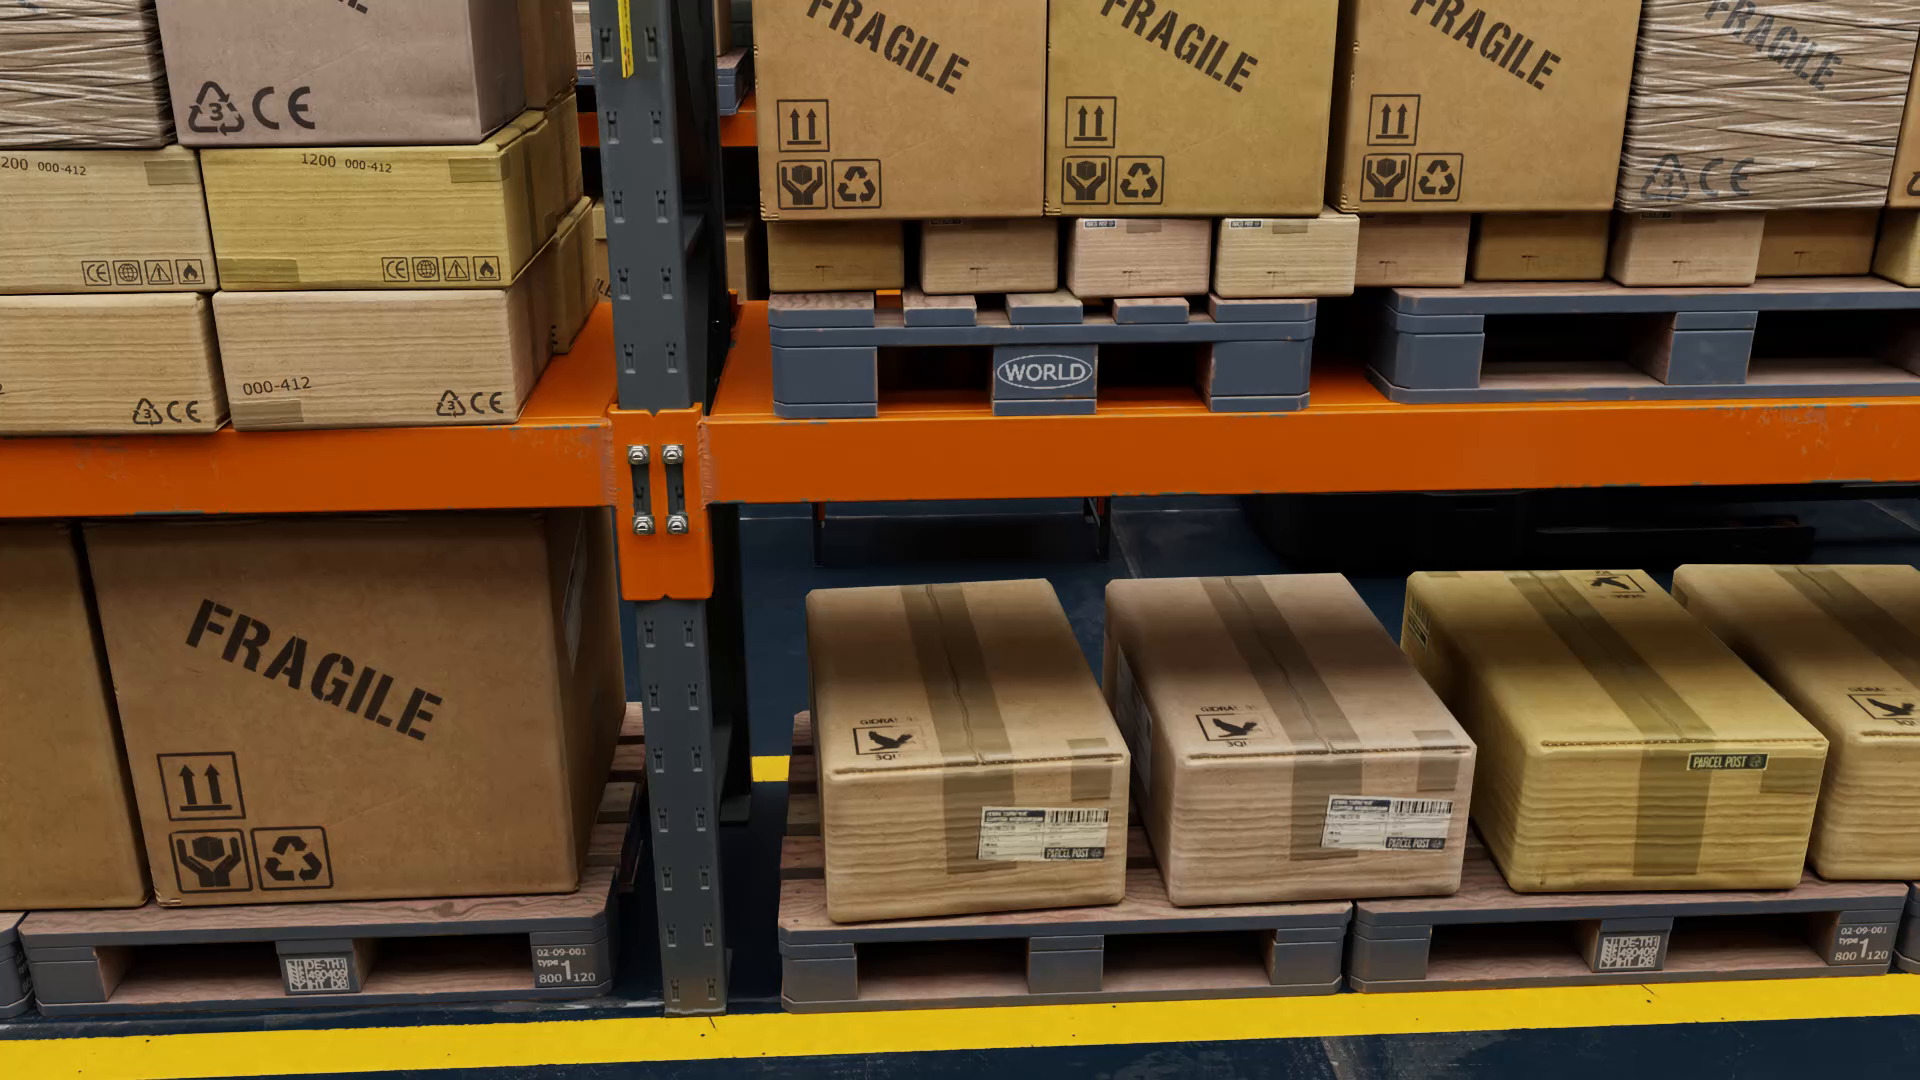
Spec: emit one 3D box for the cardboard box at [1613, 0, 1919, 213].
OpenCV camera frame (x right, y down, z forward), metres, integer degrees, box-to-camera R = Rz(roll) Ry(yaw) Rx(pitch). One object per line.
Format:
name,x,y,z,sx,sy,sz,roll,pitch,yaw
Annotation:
cardboard box,1.428,-0.920,3.173,0.500,0.500,0.500,-2,21,-5

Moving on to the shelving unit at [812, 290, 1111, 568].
shelving unit,-0.007,-0.526,5.920,1.048,1.125,0.538,-1,21,-3

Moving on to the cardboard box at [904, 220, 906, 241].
cardboard box,-0.007,-0.778,3.711,0.250,0.149,0.380,-1,21,-2

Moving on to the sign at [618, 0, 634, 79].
sign,-0.549,-0.922,2.699,0.005,0.325,0.100,-1,21,-3

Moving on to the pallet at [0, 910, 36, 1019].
pallet,-2.591,0.738,3.885,1.213,0.211,1.003,-1,21,-3

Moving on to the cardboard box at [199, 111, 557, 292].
cardboard box,-1.053,-0.641,3.097,0.500,0.250,0.500,-1,21,-3

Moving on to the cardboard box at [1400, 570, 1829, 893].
cardboard box,1.474,0.415,3.918,0.625,0.372,0.950,0,21,-1

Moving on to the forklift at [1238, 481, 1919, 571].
forklift,2.591,-1.456,5.826,3.031,2.935,1.130,-2,21,-4

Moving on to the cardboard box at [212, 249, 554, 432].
cardboard box,-1.074,-0.405,3.180,0.500,0.250,0.500,-2,21,-5

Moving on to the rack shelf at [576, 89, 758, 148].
rack shelf,-2.868,-1.964,8.075,4.000,0.370,1.077,-1,21,-3

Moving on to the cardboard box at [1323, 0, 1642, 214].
cardboard box,0.928,-0.913,3.154,0.500,0.500,0.500,-1,21,-2

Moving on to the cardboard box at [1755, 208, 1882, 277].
cardboard box,1.623,-0.645,3.362,0.250,0.149,0.380,-2,21,-5

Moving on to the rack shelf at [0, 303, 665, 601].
rack shelf,-2.581,-0.201,3.444,4.000,0.370,1.077,-1,21,-3

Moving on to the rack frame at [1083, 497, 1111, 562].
rack frame,0.501,-0.536,5.948,0.032,1.125,0.500,-1,21,-3

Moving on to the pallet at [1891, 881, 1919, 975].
pallet,2.632,0.661,4.089,1.213,0.211,1.003,-1,21,-3

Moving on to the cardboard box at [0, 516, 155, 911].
cardboard box,-2.169,0.220,3.723,0.875,0.875,0.875,-1,21,-2

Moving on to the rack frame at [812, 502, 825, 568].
rack frame,-0.514,-0.515,5.893,0.032,1.125,0.500,-1,21,-3

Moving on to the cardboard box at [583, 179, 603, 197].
cardboard box,-1.920,-1.743,8.494,0.250,0.149,0.380,-1,21,-2

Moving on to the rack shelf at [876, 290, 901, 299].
rack shelf,-0.007,-0.799,5.816,1.000,0.278,0.538,-1,21,-3

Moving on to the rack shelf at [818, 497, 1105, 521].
rack shelf,-0.007,-0.297,6.007,1.000,0.278,0.538,-1,21,-3

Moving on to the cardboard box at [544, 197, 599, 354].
cardboard box,-1.087,-0.587,3.658,0.500,0.250,0.500,-2,21,-4

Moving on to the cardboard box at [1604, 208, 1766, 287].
cardboard box,1.367,-0.613,3.277,0.250,0.149,0.380,-1,21,-1

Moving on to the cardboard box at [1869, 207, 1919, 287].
cardboard box,1.892,-0.614,3.280,0.250,0.149,0.380,-1,21,-3

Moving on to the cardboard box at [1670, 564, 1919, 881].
cardboard box,2.168,0.400,3.957,0.625,0.372,0.950,0,21,0

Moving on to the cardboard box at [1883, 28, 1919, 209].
cardboard box,1.951,-0.931,3.202,0.500,0.500,0.500,0,21,-1

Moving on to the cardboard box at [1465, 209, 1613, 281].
cardboard box,1.103,-0.631,3.324,0.250,0.149,0.380,0,21,-1

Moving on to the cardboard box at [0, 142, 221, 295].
cardboard box,-1.565,-0.629,3.066,0.500,0.250,0.500,-2,21,-4

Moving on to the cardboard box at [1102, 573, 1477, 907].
cardboard box,0.717,0.428,3.883,0.625,0.372,0.950,-2,21,-4

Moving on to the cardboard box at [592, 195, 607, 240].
cardboard box,-1.621,-1.555,8.002,0.250,0.149,0.380,-2,21,-6

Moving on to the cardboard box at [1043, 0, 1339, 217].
cardboard box,0.398,-0.900,3.120,0.500,0.500,0.500,0,21,0

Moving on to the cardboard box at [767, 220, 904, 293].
cardboard box,-0.249,-0.597,3.236,0.250,0.149,0.380,-2,21,-6

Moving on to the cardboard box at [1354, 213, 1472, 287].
cardboard box,0.823,-0.611,3.273,0.250,0.149,0.380,0,21,0

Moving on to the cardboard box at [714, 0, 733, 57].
cardboard box,-1.394,-2.629,8.079,0.500,0.500,0.500,0,21,-1

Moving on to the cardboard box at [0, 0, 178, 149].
cardboard box,-1.597,-0.975,2.920,0.500,0.500,0.500,-1,21,-2

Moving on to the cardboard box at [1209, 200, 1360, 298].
cardboard box,0.587,-0.578,3.187,0.250,0.149,0.380,-1,21,-3

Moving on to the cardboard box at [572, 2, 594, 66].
cardboard box,-1.906,-2.331,7.647,0.500,0.250,0.500,-2,21,-6

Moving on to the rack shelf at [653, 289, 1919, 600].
rack shelf,1.412,-0.282,3.657,4.000,0.370,1.077,-1,21,-3

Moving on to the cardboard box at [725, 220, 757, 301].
cardboard box,-1.281,-1.284,8.200,0.500,0.500,0.500,-1,21,-1

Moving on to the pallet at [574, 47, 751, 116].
pallet,-1.544,-2.212,7.986,1.003,0.211,1.213,-1,21,-3

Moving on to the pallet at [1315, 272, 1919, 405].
pallet,1.390,-0.543,3.600,1.213,0.211,1.003,-1,21,-3

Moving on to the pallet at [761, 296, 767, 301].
pallet,-1.619,-1.036,8.545,1.213,0.211,1.003,-1,21,-3

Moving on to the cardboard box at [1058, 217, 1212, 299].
cardboard box,0.311,-0.580,3.192,0.250,0.149,0.380,-3,21,-7

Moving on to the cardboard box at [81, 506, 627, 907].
cardboard box,-1.279,0.204,3.766,0.875,0.875,0.875,-1,21,-4

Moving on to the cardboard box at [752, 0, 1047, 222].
cardboard box,-0.122,-0.887,3.085,0.500,0.500,0.500,-2,21,-5

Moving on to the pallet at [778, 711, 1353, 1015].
pallet,0.196,0.710,3.959,1.213,0.211,1.003,-1,21,-3

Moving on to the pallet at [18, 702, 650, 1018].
pallet,-1.376,0.715,3.947,1.213,0.211,1.003,-1,21,-3

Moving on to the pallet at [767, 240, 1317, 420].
pallet,0.121,-0.540,3.594,1.003,0.211,1.213,-1,21,-3

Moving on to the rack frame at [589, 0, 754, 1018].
rack frame,-0.584,-0.578,3.422,0.127,3.000,1.000,-1,21,-3

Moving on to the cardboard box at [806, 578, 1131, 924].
cardboard box,-0.020,0.446,3.836,0.625,0.372,0.950,-3,21,-7

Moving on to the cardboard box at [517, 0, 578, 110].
cardboard box,-1.091,-1.169,3.429,0.500,0.500,0.500,-2,21,-5

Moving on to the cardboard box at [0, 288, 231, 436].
cardboard box,-1.583,-0.389,3.138,0.500,0.250,0.500,-1,21,-2

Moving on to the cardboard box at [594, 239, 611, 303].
cardboard box,-1.781,-1.277,8.184,0.500,0.500,0.500,-1,21,-4

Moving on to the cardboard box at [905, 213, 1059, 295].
cardboard box,0.035,-0.591,3.220,0.250,0.149,0.380,-2,21,-6

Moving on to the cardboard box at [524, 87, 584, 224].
cardboard box,-1.104,-0.819,3.564,0.500,0.250,0.500,-1,21,-3

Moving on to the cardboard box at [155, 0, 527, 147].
cardboard box,-1.086,-0.988,2.955,0.500,0.500,0.500,-2,21,-5

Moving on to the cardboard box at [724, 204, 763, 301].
cardboard box,-1.308,-1.460,8.663,0.500,0.500,0.500,0,21,-1

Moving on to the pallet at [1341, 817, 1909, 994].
pallet,1.411,0.686,4.021,1.213,0.211,1.003,-1,21,-3

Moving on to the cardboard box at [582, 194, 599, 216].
cardboard box,-1.886,-1.566,8.029,0.250,0.149,0.380,-2,21,-5
